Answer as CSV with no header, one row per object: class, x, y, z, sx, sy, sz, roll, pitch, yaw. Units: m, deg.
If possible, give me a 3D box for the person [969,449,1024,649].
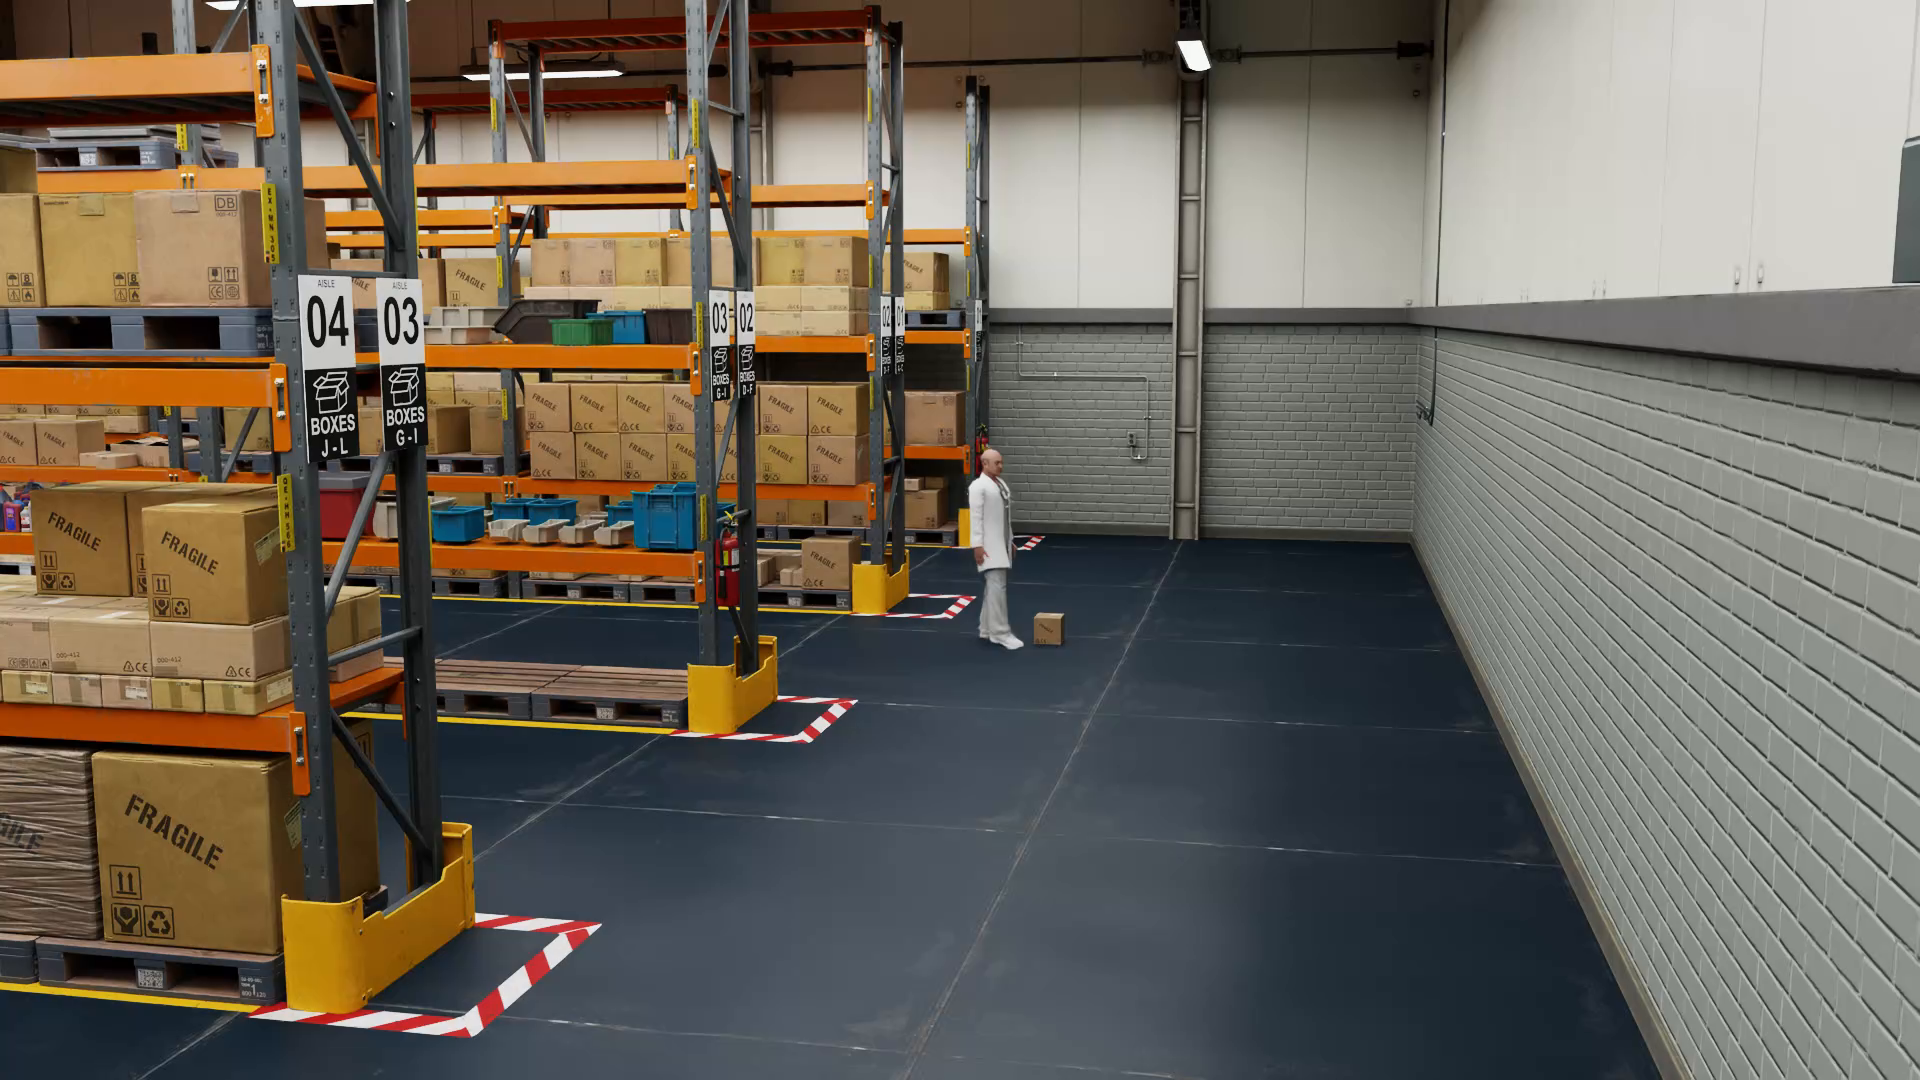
person,0.415,0.061,15.376,0.604,1.785,0.593,4,9,27
